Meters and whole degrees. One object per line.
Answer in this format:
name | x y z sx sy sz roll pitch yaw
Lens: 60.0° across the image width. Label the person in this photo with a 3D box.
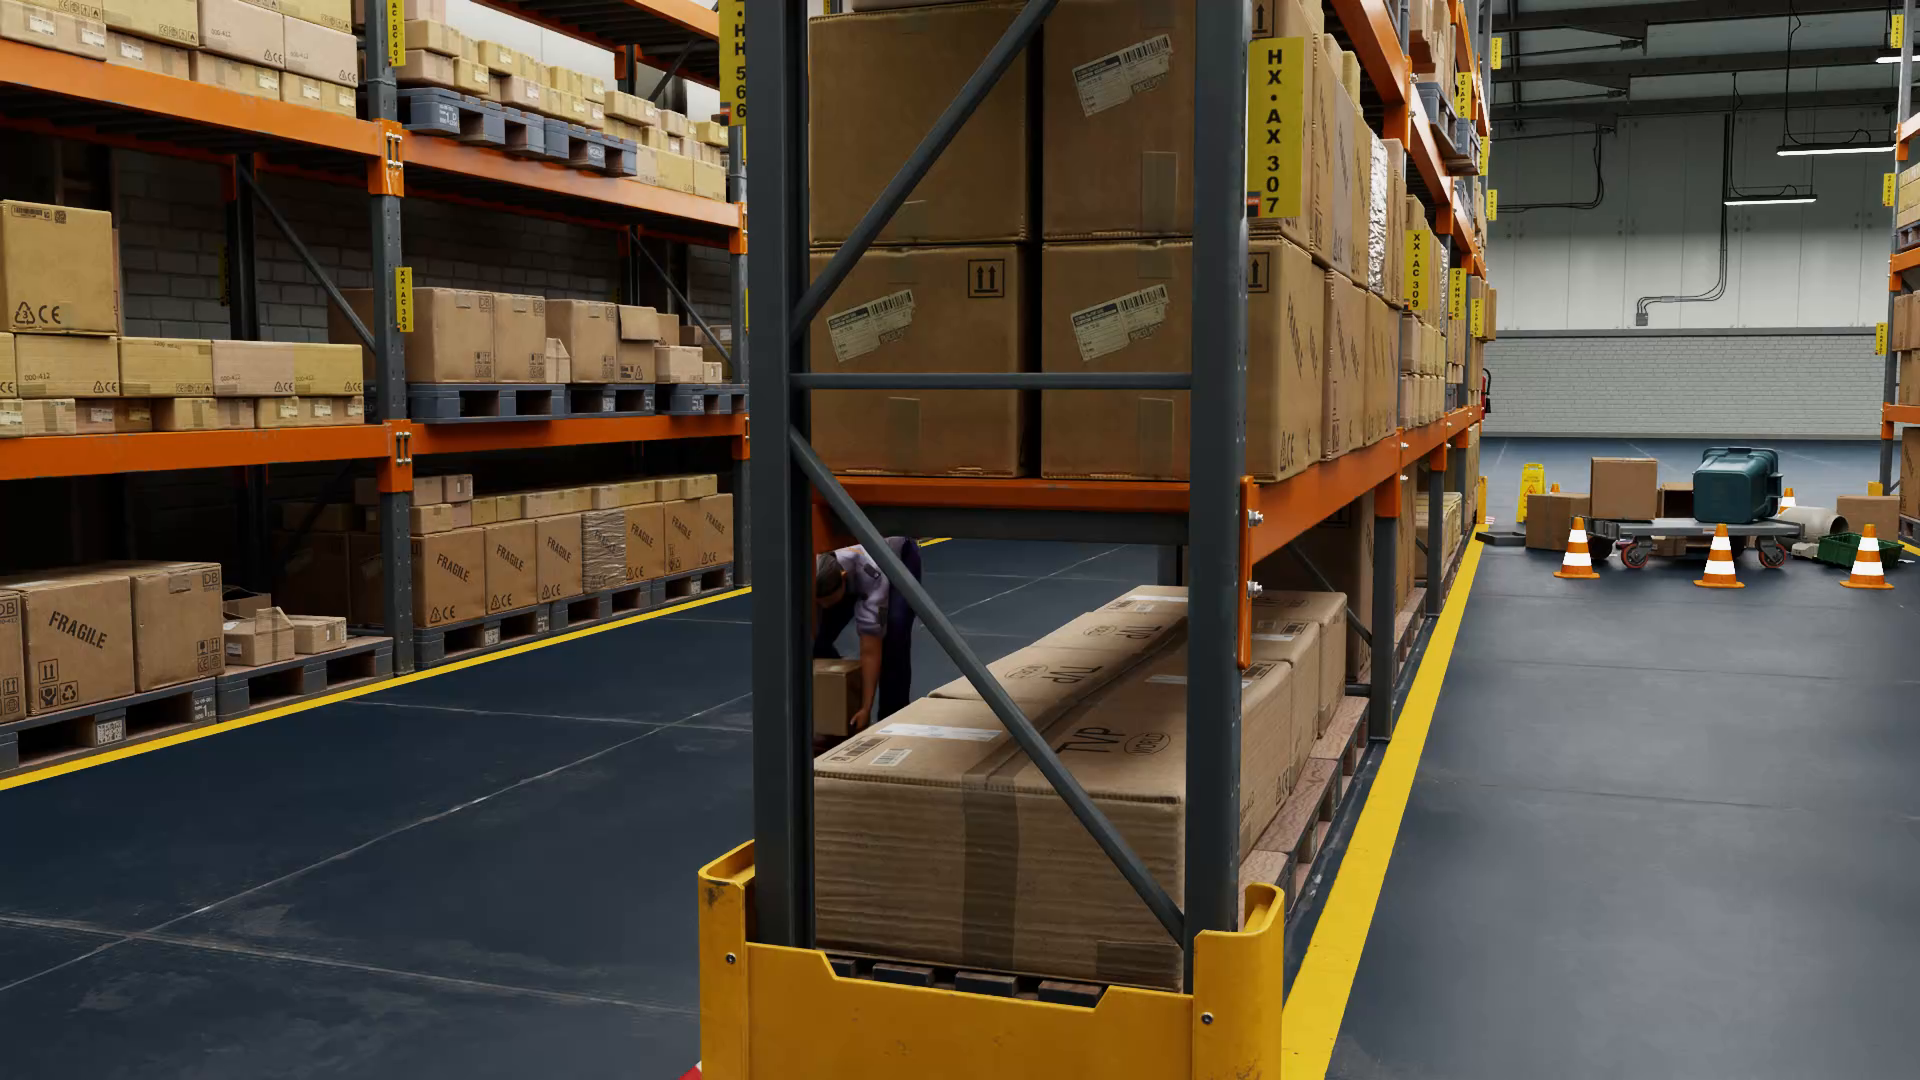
person | -0.444 0.404 6.733 0.480 0.956 0.907 2 6 16
